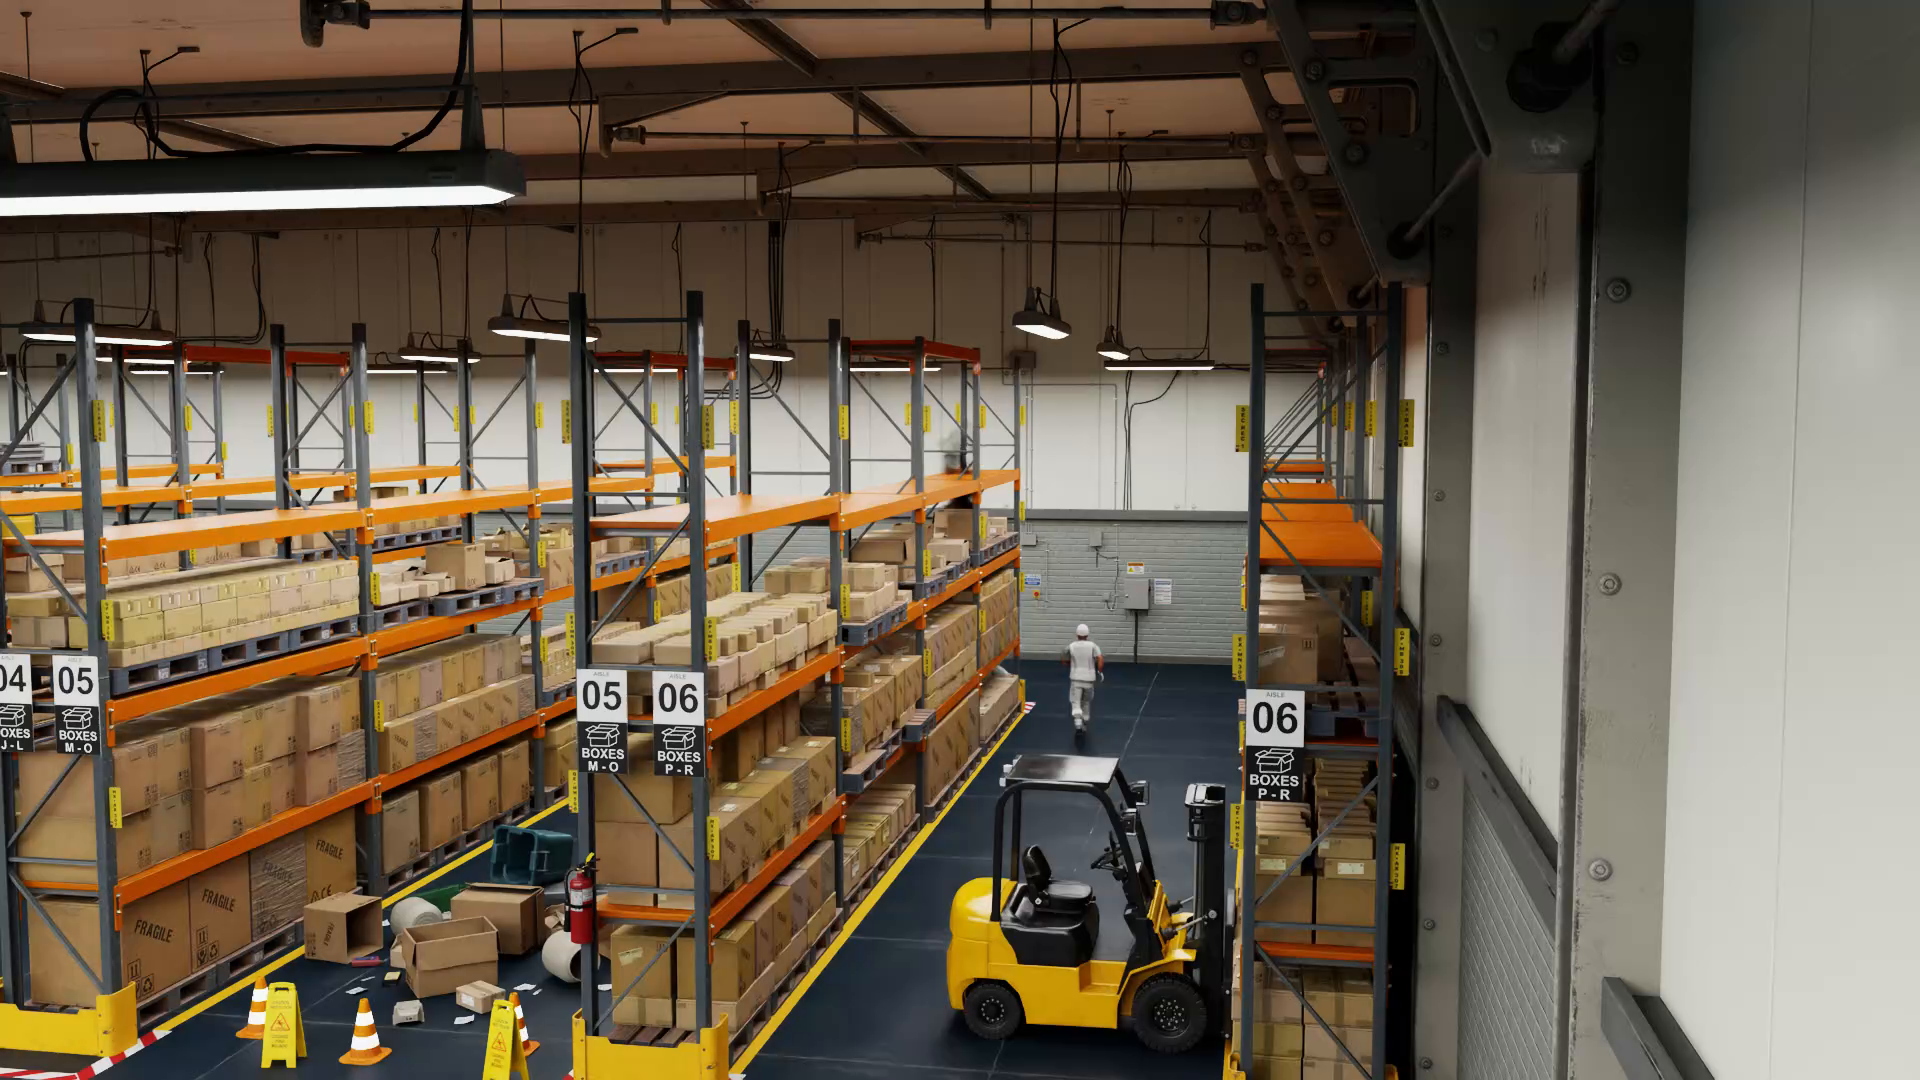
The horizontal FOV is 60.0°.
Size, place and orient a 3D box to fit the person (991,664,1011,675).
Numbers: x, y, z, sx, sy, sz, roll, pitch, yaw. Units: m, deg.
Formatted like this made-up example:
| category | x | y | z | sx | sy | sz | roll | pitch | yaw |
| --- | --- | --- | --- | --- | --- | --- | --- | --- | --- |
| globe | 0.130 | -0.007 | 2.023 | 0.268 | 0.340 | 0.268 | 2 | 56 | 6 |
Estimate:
| category | x | y | z | sx | sy | sz | roll | pitch | yaw |
| --- | --- | --- | --- | --- | --- | --- | --- | --- | --- |
| person | 0.553 | 1.919 | 29.622 | 0.959 | 1.774 | 0.760 | 2 | 5 | 18 |

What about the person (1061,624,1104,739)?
| category | x | y | z | sx | sy | sz | roll | pitch | yaw |
| --- | --- | --- | --- | --- | --- | --- | --- | --- | --- |
| person | 1.882 | 2.179 | 25.651 | 0.661 | 1.769 | 0.993 | 0 | 5 | 2 |
